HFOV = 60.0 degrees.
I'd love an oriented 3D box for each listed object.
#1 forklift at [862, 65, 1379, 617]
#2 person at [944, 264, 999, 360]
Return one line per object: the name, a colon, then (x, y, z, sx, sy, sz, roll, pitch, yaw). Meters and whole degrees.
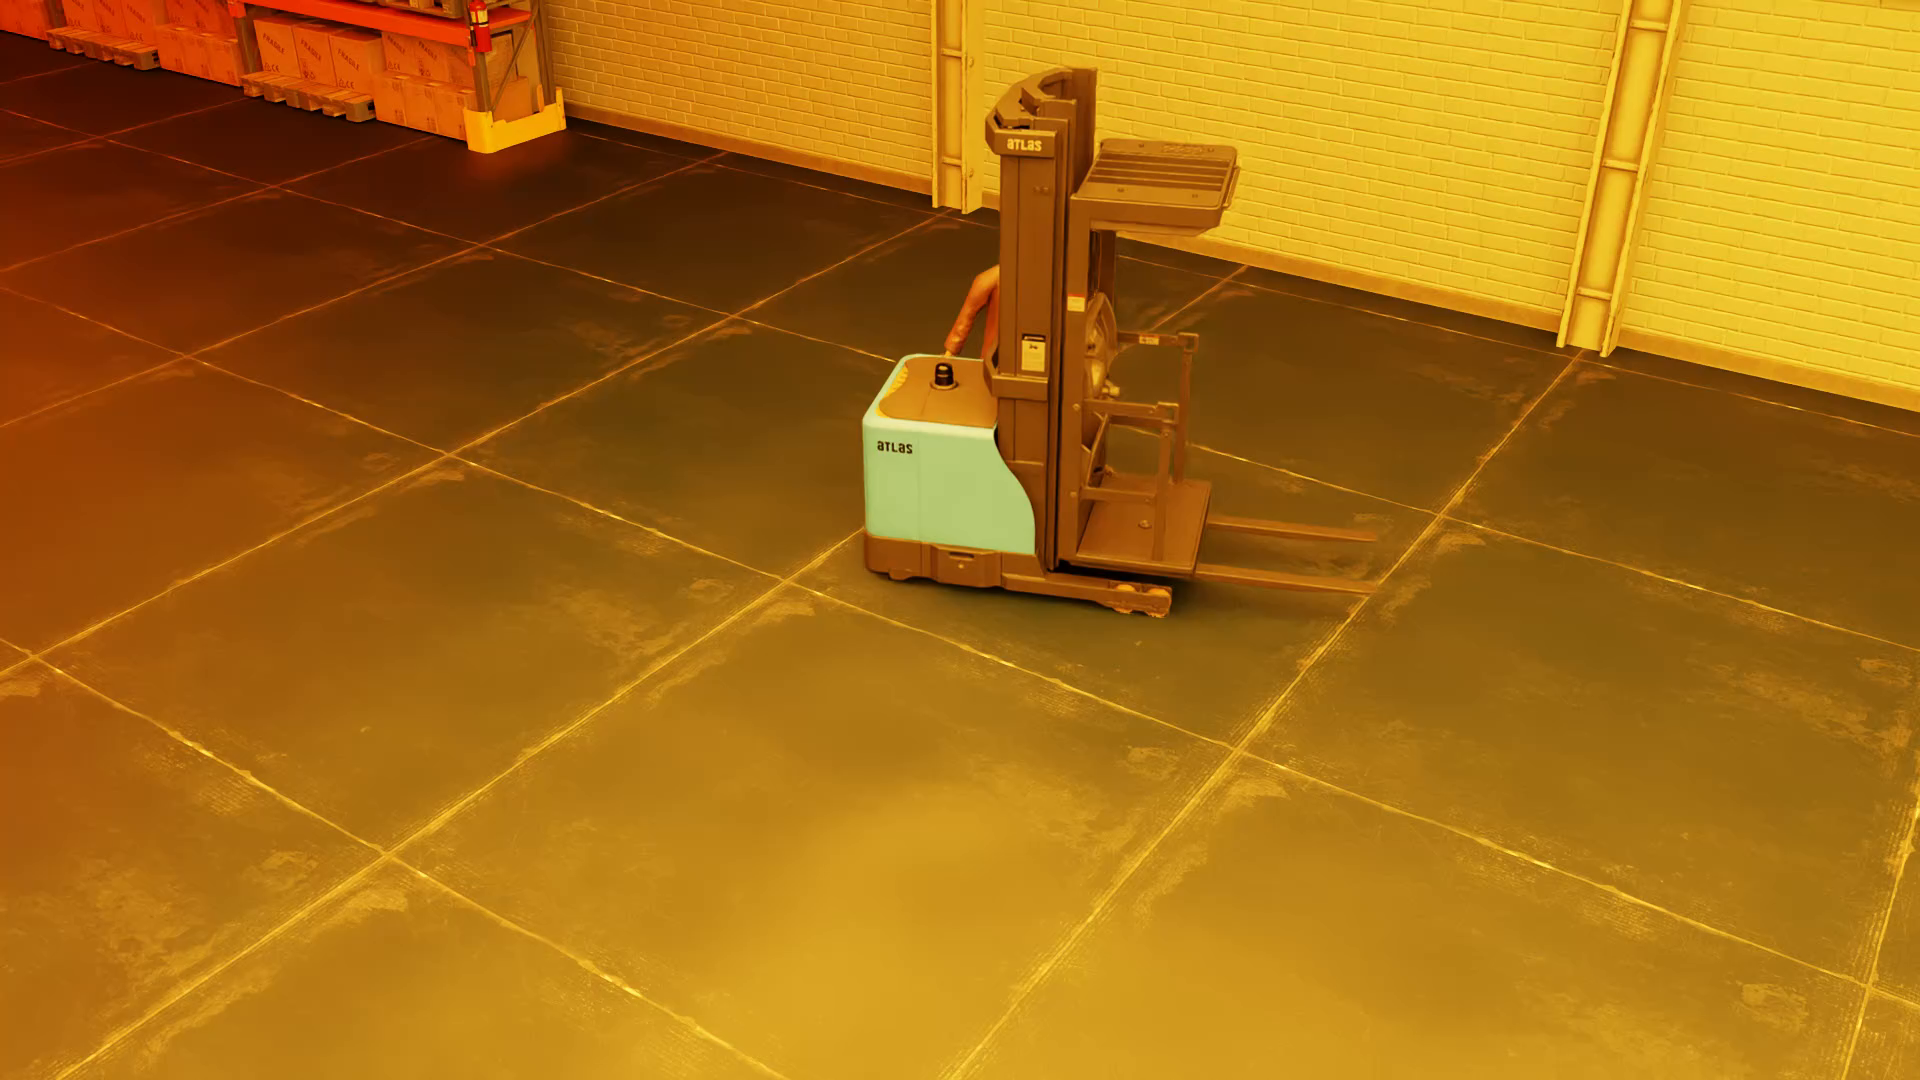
forklift: (0.992, -1.110, 9.493, 3.031, 2.935, 1.130, 7, 31, 11)
person: (0.346, -1.210, 10.917, 0.931, 1.753, 0.523, -9, 31, -14)
